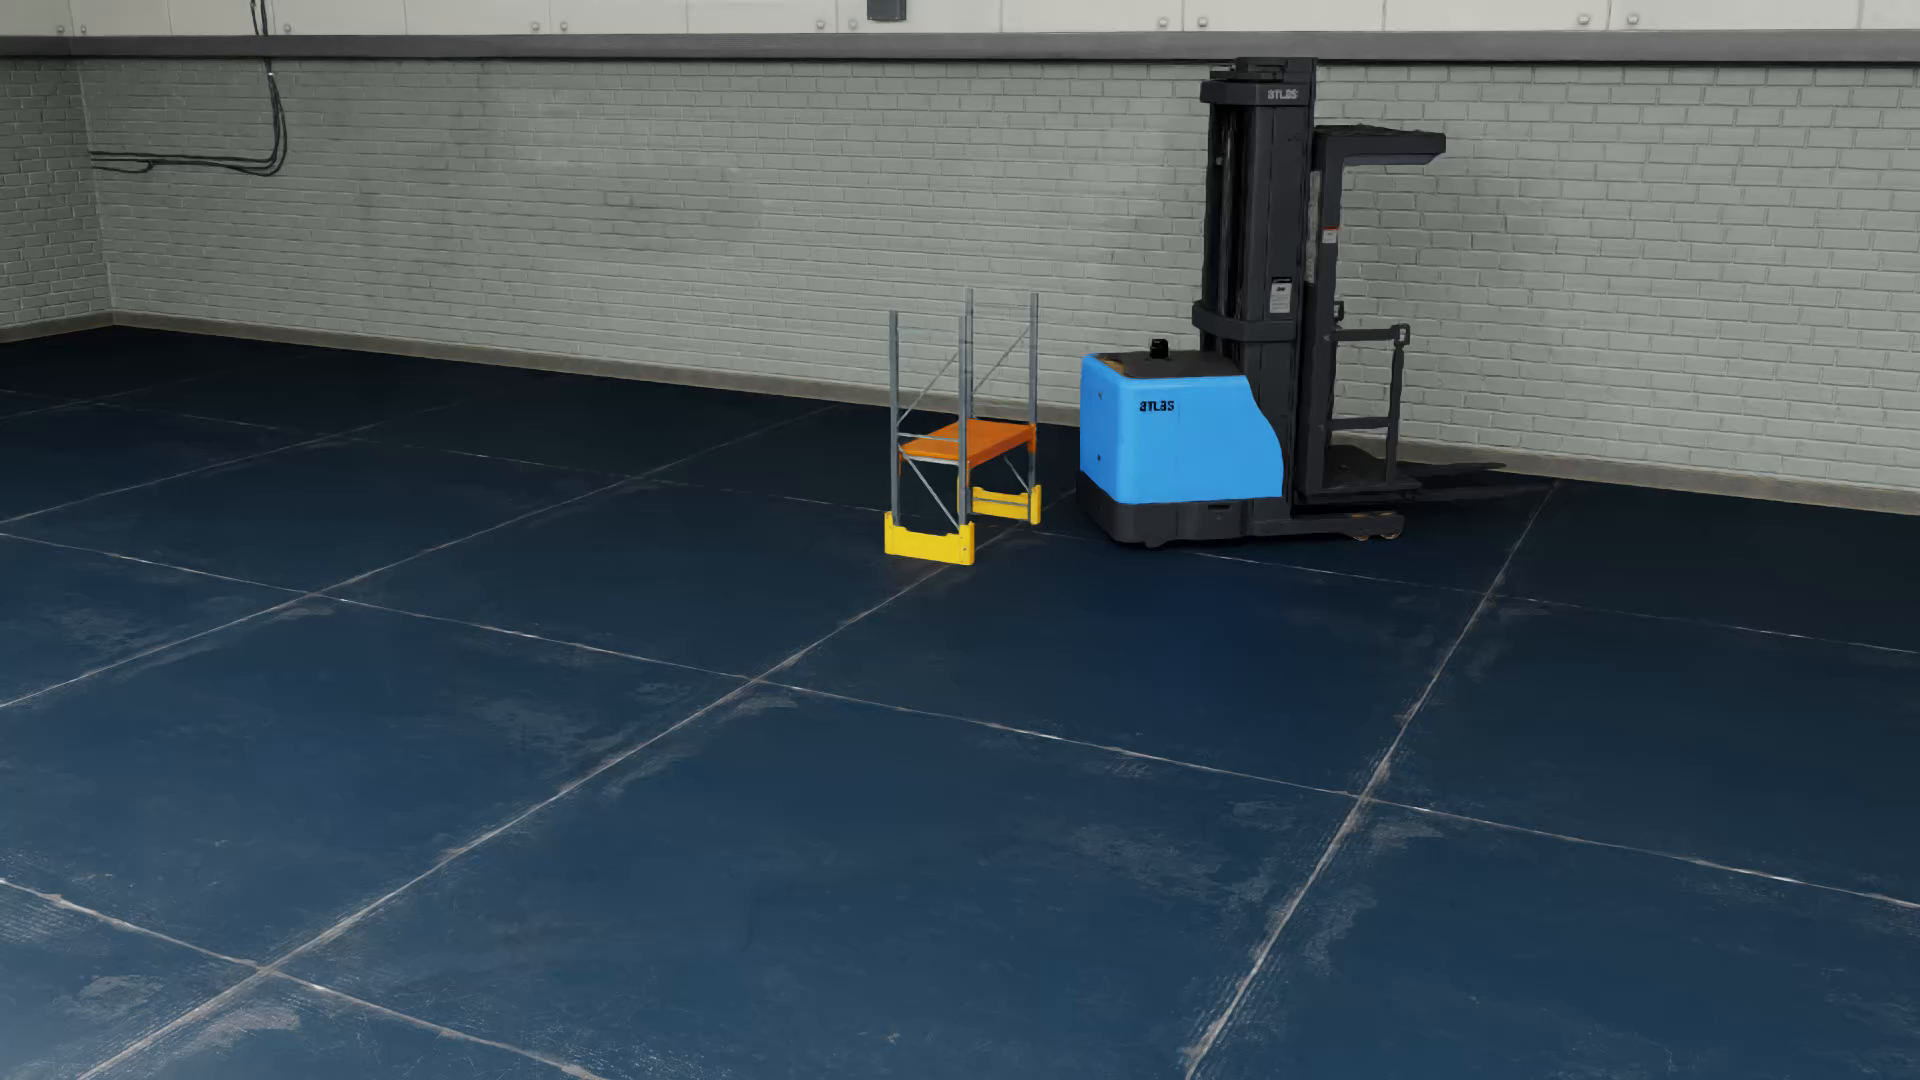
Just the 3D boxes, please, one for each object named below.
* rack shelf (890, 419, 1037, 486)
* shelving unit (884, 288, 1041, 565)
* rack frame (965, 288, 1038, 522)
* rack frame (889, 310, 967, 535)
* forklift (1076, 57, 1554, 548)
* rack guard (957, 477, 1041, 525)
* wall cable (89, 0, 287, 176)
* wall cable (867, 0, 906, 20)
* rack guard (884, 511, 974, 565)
[{"bbox_3d":[0.038,-0.568,10.435,0.538,0.185,1.000,8,18,25],"label":"rack shelf"},{"bbox_3d":[0.034,-0.738,10.376,0.587,1.500,1.083,8,18,25],"label":"shelving unit"},{"bbox_3d":[0.265,-0.870,10.820,0.500,1.500,0.032,8,18,25],"label":"rack frame"},{"bbox_3d":[-0.189,-0.611,9.948,0.500,1.500,0.032,8,18,25],"label":"rack frame"},{"bbox_3d":[2.346,-1.545,10.578,3.031,2.935,1.130,-3,17,-11],"label":"forklift"},{"bbox_3d":[0.257,-0.266,10.981,0.587,0.250,0.087,8,18,25],"label":"rack guard"},{"bbox_3d":[-8.191,-5.048,17.171,3.097,2.526,0.112,8,18,25],"label":"wall cable"},{"bbox_3d":[0.295,-6.955,12.164,2.305,6.003,0.169,8,18,25],"label":"wall cable"},{"bbox_3d":[-0.188,-0.012,10.127,0.587,0.250,0.087,8,18,25],"label":"rack guard"}]
